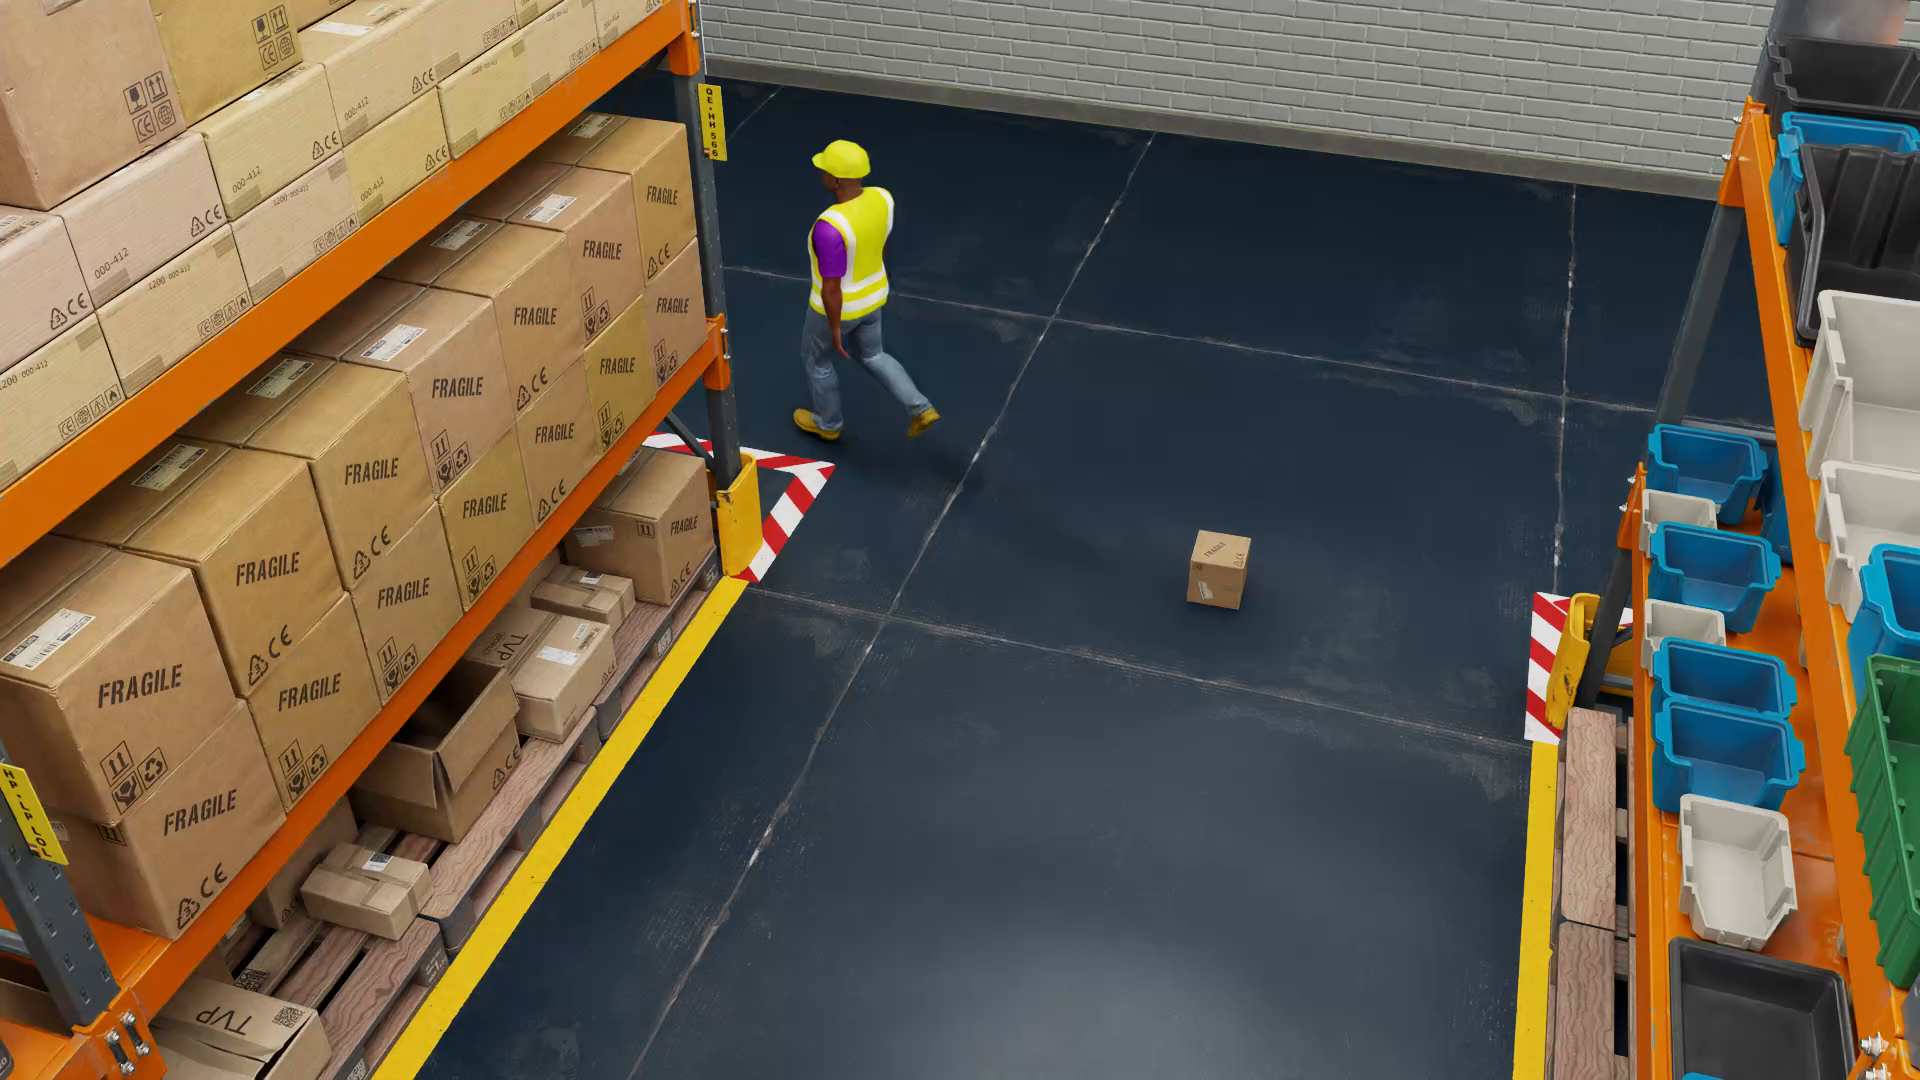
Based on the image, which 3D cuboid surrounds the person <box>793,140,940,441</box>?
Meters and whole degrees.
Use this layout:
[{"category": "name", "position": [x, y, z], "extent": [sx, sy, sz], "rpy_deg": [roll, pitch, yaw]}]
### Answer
[{"category": "person", "position": [-1.024, 3.654, 1.973], "extent": [10.569, 1.730, 13.641], "rpy_deg": [27, 44, 31]}]
